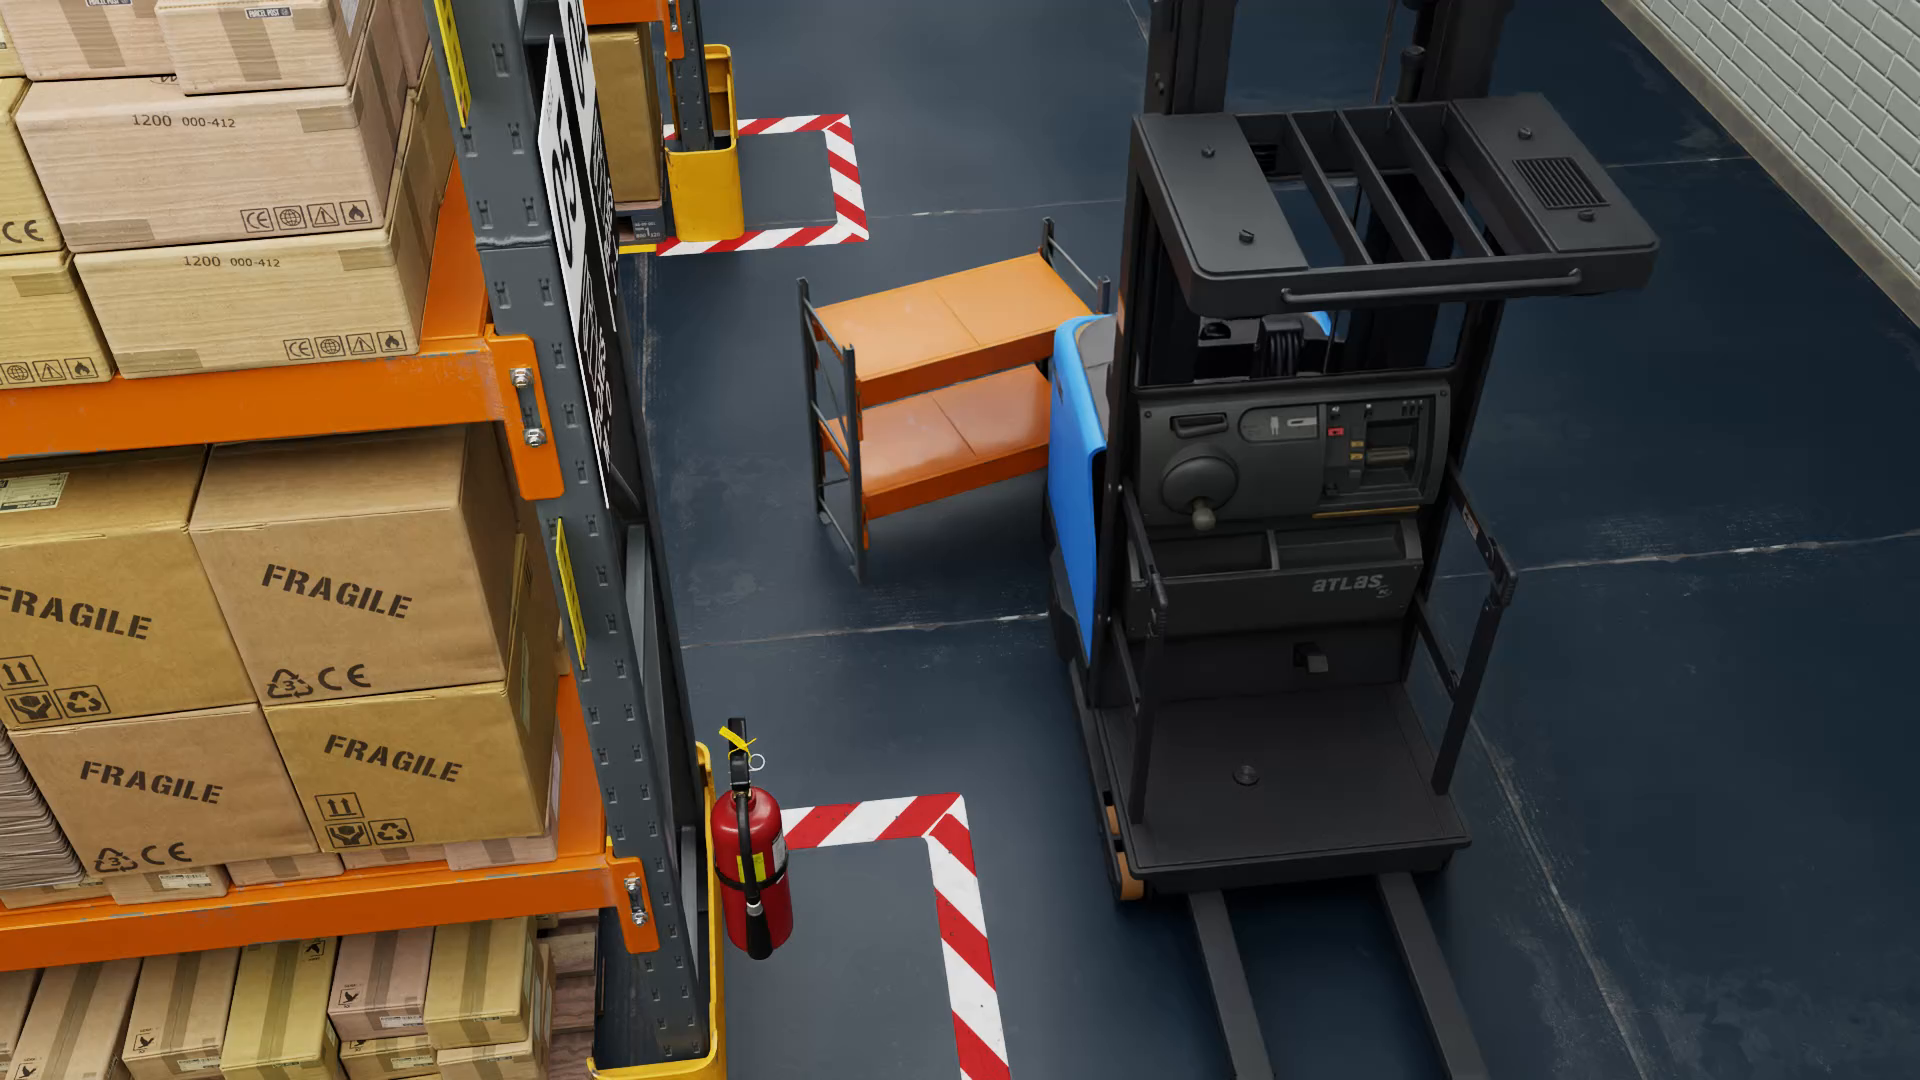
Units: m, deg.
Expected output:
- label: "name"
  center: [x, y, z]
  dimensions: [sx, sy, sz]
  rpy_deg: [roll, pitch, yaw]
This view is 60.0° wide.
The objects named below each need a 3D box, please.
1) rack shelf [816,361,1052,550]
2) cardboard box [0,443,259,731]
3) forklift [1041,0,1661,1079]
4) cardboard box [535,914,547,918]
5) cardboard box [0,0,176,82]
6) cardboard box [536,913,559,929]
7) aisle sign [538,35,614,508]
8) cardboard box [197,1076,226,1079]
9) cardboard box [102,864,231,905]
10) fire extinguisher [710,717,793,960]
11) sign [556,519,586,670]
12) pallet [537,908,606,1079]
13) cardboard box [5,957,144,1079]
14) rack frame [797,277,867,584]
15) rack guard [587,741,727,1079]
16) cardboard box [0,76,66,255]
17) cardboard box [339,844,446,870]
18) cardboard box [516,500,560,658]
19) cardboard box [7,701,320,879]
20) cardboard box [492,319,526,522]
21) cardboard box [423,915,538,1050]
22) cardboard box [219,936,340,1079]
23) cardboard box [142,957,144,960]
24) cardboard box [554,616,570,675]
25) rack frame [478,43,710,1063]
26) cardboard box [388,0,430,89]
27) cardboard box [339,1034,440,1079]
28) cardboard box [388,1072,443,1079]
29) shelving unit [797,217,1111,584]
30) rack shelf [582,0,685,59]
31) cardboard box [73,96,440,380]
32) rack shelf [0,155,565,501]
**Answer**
- label: "rack shelf"
  center: [-0.023, -0.359, 6.672]
  dimensions: [1.000, 0.278, 0.538]
  rpy_deg: [-17, 45, -18]
- label: "cardboard box"
  center: [-1.744, 0.018, 3.448]
  dimensions: [0.500, 0.500, 0.500]
  rpy_deg: [-6, 42, -7]
- label: "forklift"
  center: [1.011, -0.161, 4.740]
  dimensions: [1.130, 2.935, 3.031]
  rpy_deg: [-4, 42, -5]
- label: "cardboard box"
  center: [-1.373, 0.955, 5.045]
  dimensions: [0.250, 0.149, 0.380]
  rpy_deg: [-3, 42, -4]
- label: "cardboard box"
  center: [-1.366, -0.910, 2.721]
  dimensions: [0.250, 0.149, 0.380]
  rpy_deg: [-4, 42, -5]
- label: "cardboard box"
  center: [-1.381, 1.023, 5.191]
  dimensions: [0.250, 0.149, 0.380]
  rpy_deg: [-4, 42, -5]
- label: "aisle sign"
  center: [-0.708, -0.485, 3.107]
  dimensions: [0.004, 0.787, 0.394]
  rpy_deg: [-5, 42, -6]
- label: "cardboard box"
  center: [-2.101, 1.316, 4.644]
  dimensions: [0.250, 0.149, 0.380]
  rpy_deg: [-5, 42, -6]
- label: "cardboard box"
  center: [-1.855, 0.663, 3.963]
  dimensions: [0.250, 0.149, 0.380]
  rpy_deg: [-4, 42, -4]
- label: "fire extinguisher"
  center: [-0.510, 0.739, 4.027]
  dimensions: [0.183, 0.674, 0.296]
  rpy_deg: [-5, 42, -6]
- label: "sign"
  center: [-0.768, 0.110, 3.288]
  dimensions: [0.005, 0.325, 0.100]
  rpy_deg: [-5, 42, -6]
- label: "pallet"
  center: [-1.705, 1.377, 5.066]
  dimensions: [1.213, 0.211, 1.003]
  rpy_deg: [-5, 42, -6]
- label: "cardboard box"
  center: [-2.333, 1.315, 4.424]
  dimensions: [0.250, 0.149, 0.380]
  rpy_deg: [-4, 42, -4]
- label: "rack frame"
  center: [-0.485, -0.399, 6.351]
  dimensions: [0.032, 1.125, 0.500]
  rpy_deg: [-17, 45, -18]
- label: "rack guard"
  center: [-0.895, 1.222, 5.022]
  dimensions: [0.348, 0.500, 1.175]
  rpy_deg: [-5, 42, -6]
- label: "cardboard box"
  center: [-1.750, -0.702, 2.788]
  dimensions: [0.500, 0.250, 0.500]
  rpy_deg: [-6, 42, -7]
- label: "cardboard box"
  center: [-1.358, 0.593, 4.040]
  dimensions: [0.250, 0.149, 0.380]
  rpy_deg: [-5, 42, -6]
- label: "cardboard box"
  center: [-1.301, -0.005, 4.219]
  dimensions: [0.500, 0.500, 0.500]
  rpy_deg: [-3, 42, -3]
- label: "cardboard box"
  center: [-1.743, 0.391, 3.780]
  dimensions: [0.500, 0.500, 0.500]
  rpy_deg: [-6, 42, -6]
- label: "cardboard box"
  center: [-1.299, -0.369, 3.876]
  dimensions: [0.500, 0.500, 0.500]
  rpy_deg: [-5, 42, -6]
- label: "cardboard box"
  center: [-1.312, 1.184, 4.569]
  dimensions: [0.250, 0.149, 0.380]
  rpy_deg: [-5, 42, -5]
- label: "cardboard box"
  center: [-1.809, 1.274, 4.469]
  dimensions: [0.250, 0.149, 0.380]
  rpy_deg: [-6, 42, -6]
- label: "cardboard box"
  center: [-2.402, 1.057, 4.931]
  dimensions: [0.250, 0.149, 0.380]
  rpy_deg: [-7, 43, -8]
- label: "cardboard box"
  center: [-1.184, 0.191, 4.486]
  dimensions: [0.250, 0.149, 0.380]
  rpy_deg: [-5, 42, -6]
- label: "rack frame"
  center: [-0.820, 0.287, 4.192]
  dimensions: [0.127, 3.000, 1.000]
  rpy_deg: [-5, 42, -6]
- label: "cardboard box"
  center: [-1.299, -1.090, 3.218]
  dimensions: [0.500, 0.250, 0.500]
  rpy_deg: [-4, 42, -5]
- label: "cardboard box"
  center: [-1.572, 1.302, 4.660]
  dimensions: [0.250, 0.149, 0.380]
  rpy_deg: [-6, 42, -7]
- label: "cardboard box"
  center: [-1.557, 1.464, 4.702]
  dimensions: [0.250, 0.149, 0.380]
  rpy_deg: [-4, 42, -4]
- label: "shelving unit"
  center: [-0.023, -0.541, 6.509]
  dimensions: [1.048, 1.125, 0.538]
  rpy_deg: [-17, 45, -18]
- label: "rack shelf"
  center: [-3.346, -2.575, 7.902]
  dimensions: [4.000, 0.370, 1.077]
  rpy_deg: [-5, 42, -6]
- label: "cardboard box"
  center: [-1.237, -0.555, 2.999]
  dimensions: [0.500, 0.250, 0.500]
  rpy_deg: [-6, 42, -6]
- label: "rack shelf"
  center: [-2.803, -0.386, 3.235]
  dimensions: [4.000, 0.370, 1.077]
  rpy_deg: [-5, 42, -6]
